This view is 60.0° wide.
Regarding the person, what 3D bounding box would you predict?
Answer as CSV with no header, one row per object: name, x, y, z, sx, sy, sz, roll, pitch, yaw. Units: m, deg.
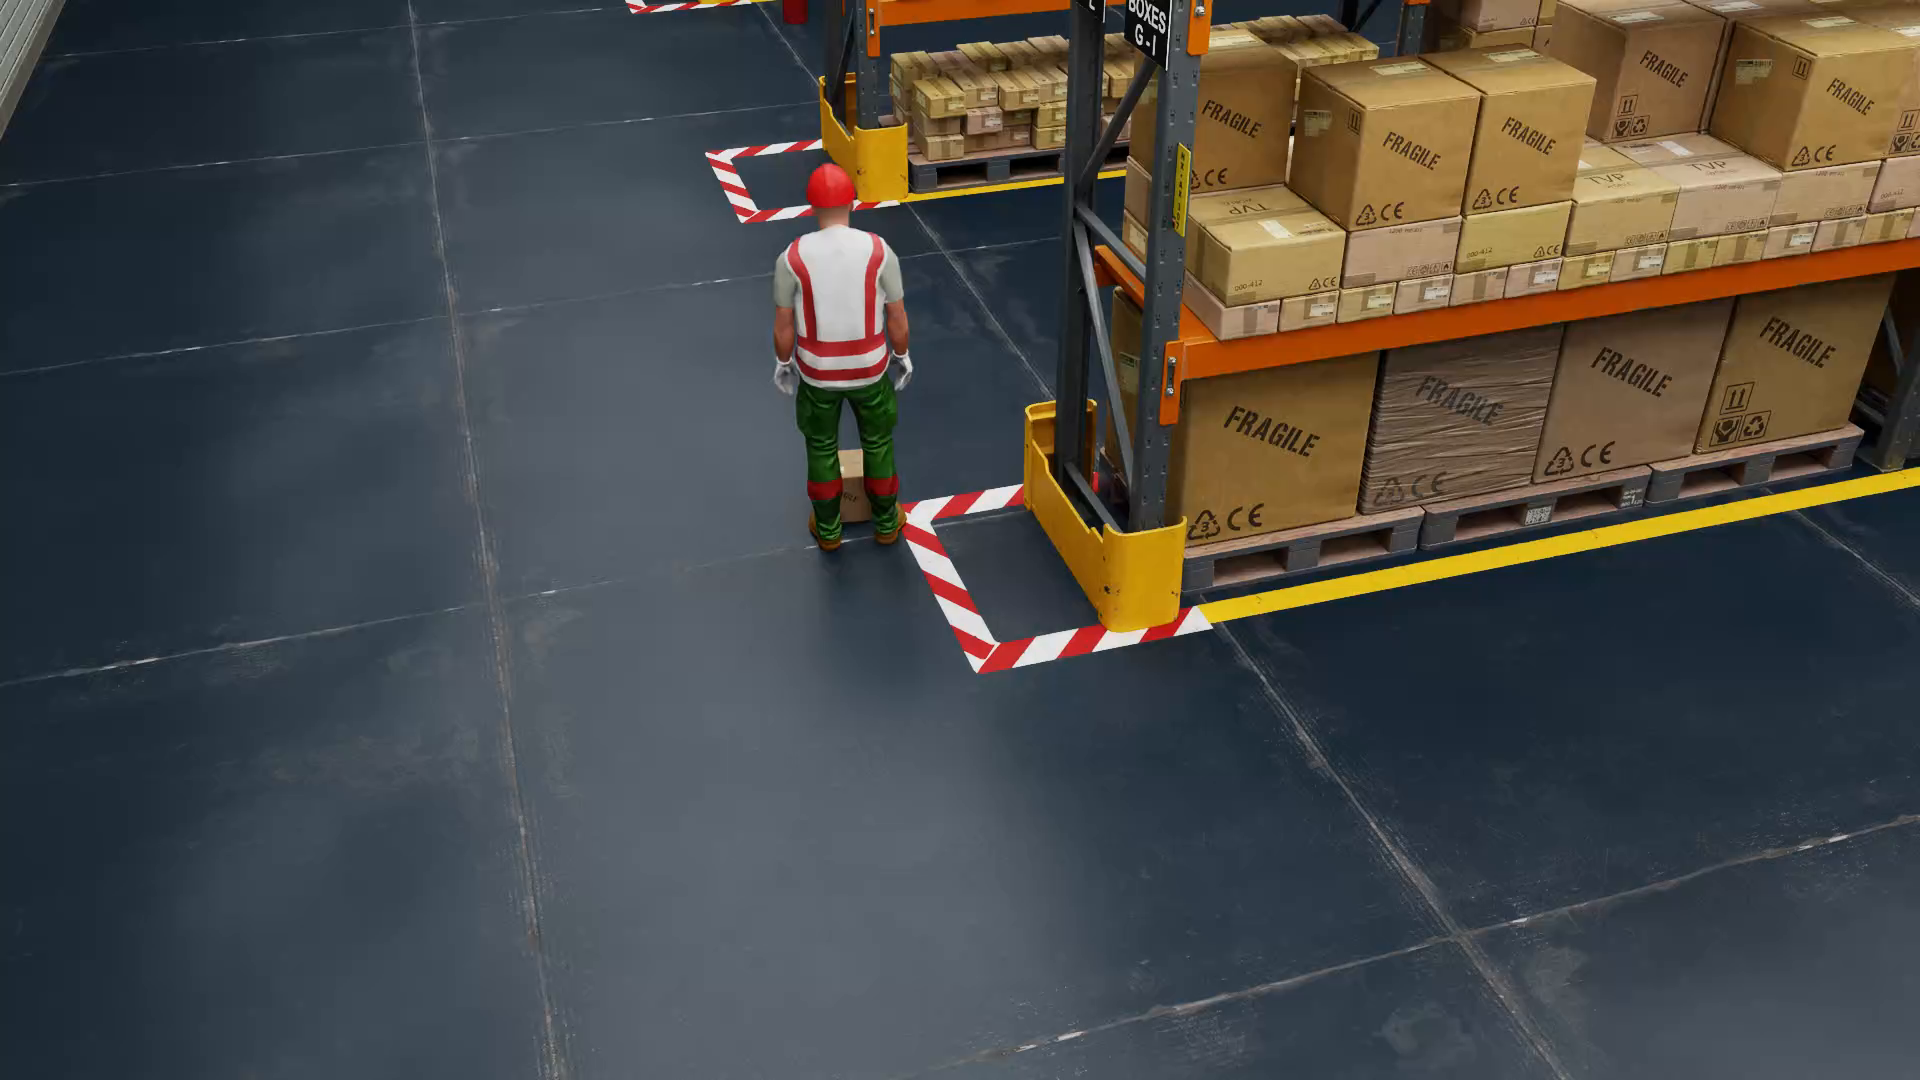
person,-0.510,-0.767,7.282,0.609,1.780,0.448,-3,34,-5
